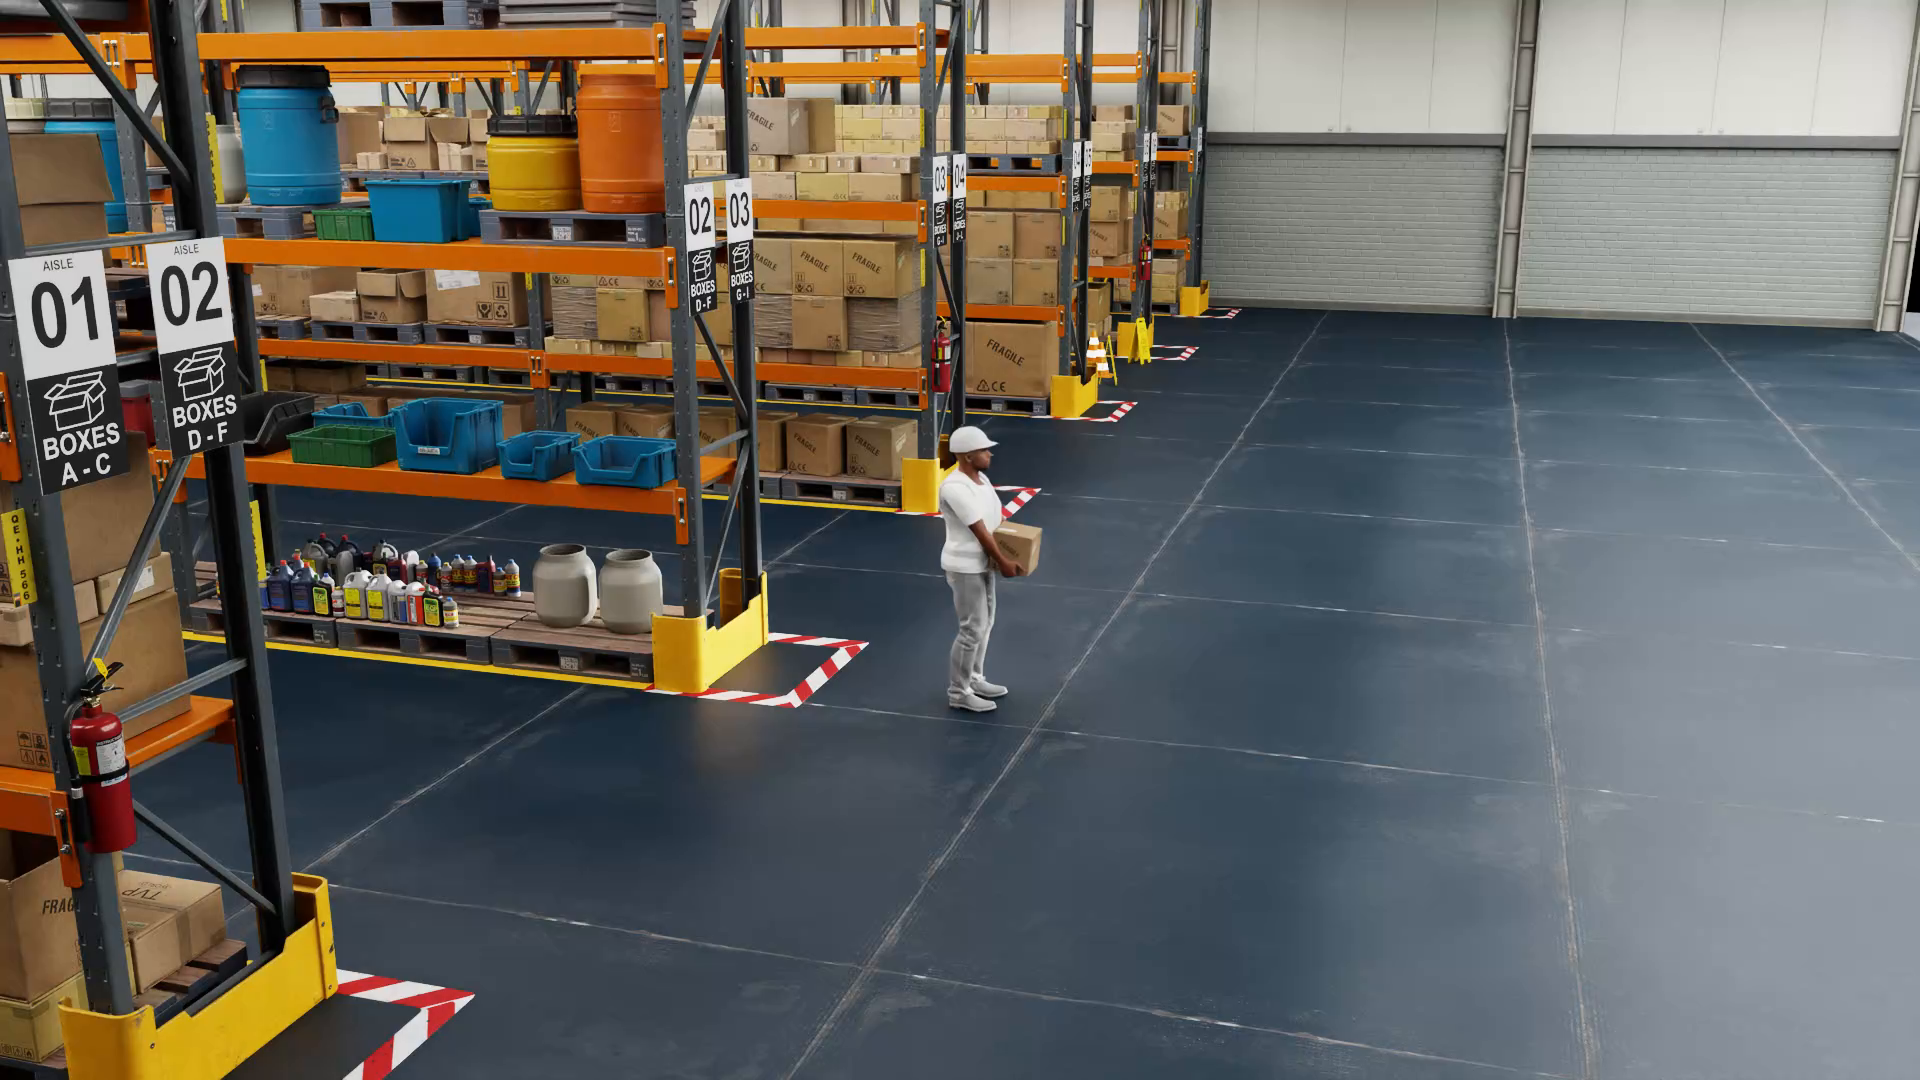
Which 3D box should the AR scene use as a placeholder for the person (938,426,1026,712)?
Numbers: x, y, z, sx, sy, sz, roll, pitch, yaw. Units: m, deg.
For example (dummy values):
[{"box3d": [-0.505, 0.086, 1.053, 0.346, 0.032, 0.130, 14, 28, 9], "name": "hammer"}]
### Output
[{"box3d": [0.176, 0.172, 10.329, 0.559, 1.763, 0.505, 4, 16, 16], "name": "person"}]
